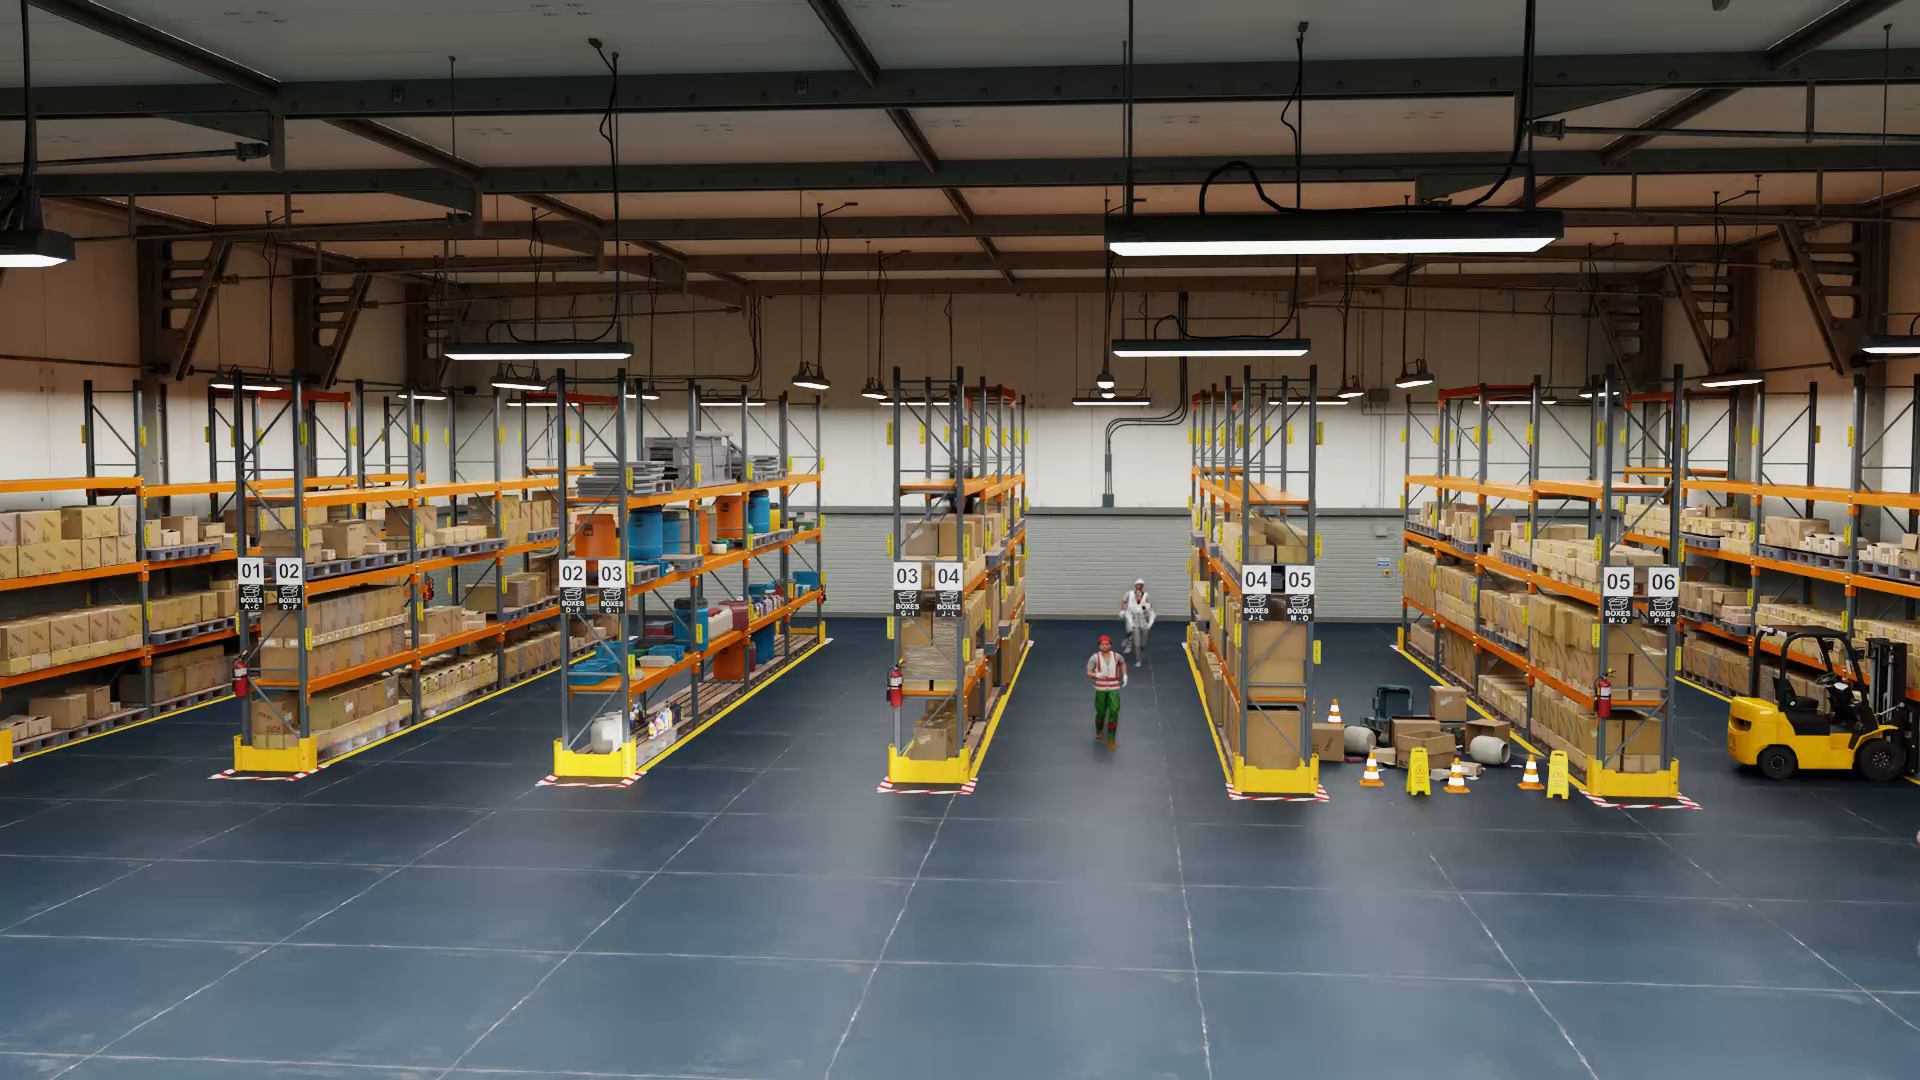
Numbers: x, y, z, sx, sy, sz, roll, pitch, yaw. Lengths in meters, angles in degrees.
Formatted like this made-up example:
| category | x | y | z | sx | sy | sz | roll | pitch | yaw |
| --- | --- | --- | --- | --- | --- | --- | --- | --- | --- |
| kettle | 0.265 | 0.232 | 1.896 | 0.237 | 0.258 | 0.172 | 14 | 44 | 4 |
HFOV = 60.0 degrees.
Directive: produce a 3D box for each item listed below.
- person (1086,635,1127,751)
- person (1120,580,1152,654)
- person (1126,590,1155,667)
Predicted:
| category | x | y | z | sx | sy | sz | roll | pitch | yaw |
| --- | --- | --- | --- | --- | --- | --- | --- | --- | --- |
| person | 2.375 | 2.449 | 26.867 | 0.669 | 1.812 | 0.892 | 0 | 4 | 0 |
| person | 4.065 | 1.766 | 38.382 | 0.731 | 1.705 | 0.551 | 0 | 4 | 6 |
| person | 3.965 | 1.916 | 36.461 | 0.626 | 1.681 | 0.621 | 1 | 4 | 13 |
